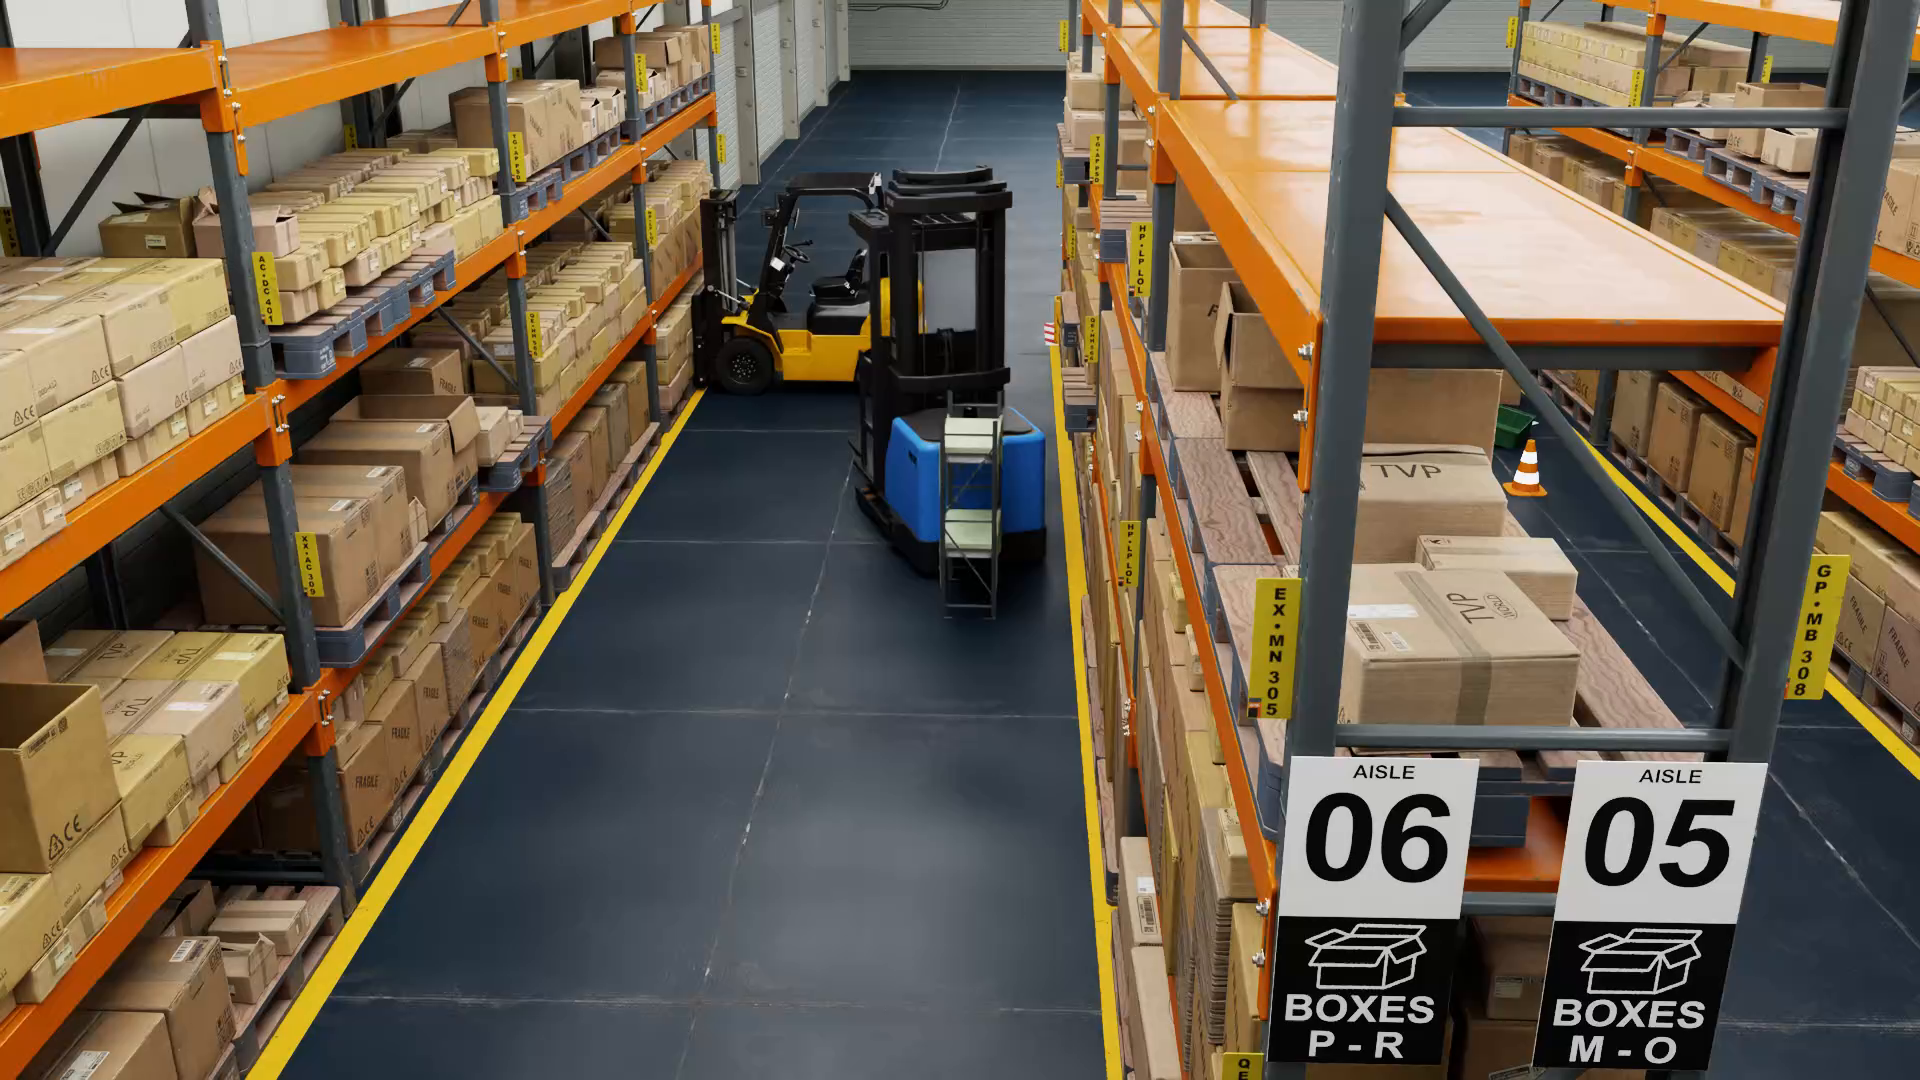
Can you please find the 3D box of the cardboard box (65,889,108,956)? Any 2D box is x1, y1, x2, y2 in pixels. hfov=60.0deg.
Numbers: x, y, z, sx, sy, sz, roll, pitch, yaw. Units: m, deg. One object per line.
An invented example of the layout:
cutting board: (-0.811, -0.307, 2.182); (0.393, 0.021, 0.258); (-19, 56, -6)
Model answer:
cardboard box: (-3.390, 1.405, 6.109); (0.380, 0.149, 0.250); (1, 21, 3)

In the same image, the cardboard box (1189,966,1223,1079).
cardboard box: (0.991, 1.612, 5.089); (0.500, 0.500, 0.500); (0, 21, 0)

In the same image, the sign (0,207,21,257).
sign: (-4.184, -1.310, 7.353); (0.100, 0.325, 0.005); (1, 21, 2)

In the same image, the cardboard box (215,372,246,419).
cardboard box: (-3.345, -0.630, 7.207); (0.380, 0.149, 0.250); (0, 21, 1)

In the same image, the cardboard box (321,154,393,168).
cardboard box: (-3.832, -2.360, 10.563); (0.380, 0.149, 0.250); (1, 21, 2)

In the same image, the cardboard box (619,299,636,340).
cardboard box: (-3.150, -1.938, 14.584); (0.500, 0.250, 0.500); (1, 21, 1)

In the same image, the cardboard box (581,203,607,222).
cardboard box: (-3.635, -3.167, 16.099); (0.380, 0.149, 0.250); (0, 21, 1)

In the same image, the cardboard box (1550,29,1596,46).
cardboard box: (6.288, -5.160, 17.062); (0.380, 0.149, 0.250); (0, 21, 1)

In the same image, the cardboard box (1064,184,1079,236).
cardboard box: (1.393, -3.597, 18.104); (0.500, 0.500, 0.500); (1, 21, 3)

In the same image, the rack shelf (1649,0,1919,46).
rack shelf: (6.465, -3.855, 12.573); (1.077, 0.370, 4.000); (1, 21, 2)

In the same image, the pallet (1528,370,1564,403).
pallet: (6.662, -1.720, 17.670); (1.003, 0.211, 1.213); (1, 21, 2)

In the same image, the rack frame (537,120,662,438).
rack frame: (-3.386, -2.375, 15.502); (1.000, 3.000, 0.127); (1, 21, 2)

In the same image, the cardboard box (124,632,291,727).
cardboard box: (-3.401, 0.636, 7.540); (0.500, 0.250, 0.500); (1, 21, 3)

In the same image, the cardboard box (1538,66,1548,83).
cardboard box: (6.295, -4.879, 17.438); (0.380, 0.149, 0.250); (1, 21, 2)

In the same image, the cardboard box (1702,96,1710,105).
cardboard box: (6.877, -3.955, 15.057); (0.380, 0.149, 0.250); (0, 21, 1)

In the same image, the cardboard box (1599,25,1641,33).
cardboard box: (6.960, -5.337, 17.516); (0.380, 0.149, 0.250); (1, 21, 3)

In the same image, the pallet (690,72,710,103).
pallet: (-3.312, -4.923, 18.045); (1.003, 0.211, 1.213); (1, 21, 2)

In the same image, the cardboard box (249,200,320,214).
cardboard box: (-3.646, -1.721, 8.888); (0.380, 0.149, 0.250); (1, 21, 2)

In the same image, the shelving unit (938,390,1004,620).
shelving unit: (0.085, -0.259, 12.122); (0.431, 1.500, 0.755); (1, 21, 4)

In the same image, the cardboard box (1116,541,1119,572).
cardboard box: (1.145, 0.110, 9.307); (0.500, 0.250, 0.500); (0, 21, 0)

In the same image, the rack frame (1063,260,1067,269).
rack frame: (1.697, -3.768, 19.093); (1.000, 3.000, 0.127); (1, 21, 2)

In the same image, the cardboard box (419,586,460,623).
cardboard box: (-3.338, 0.399, 10.332); (0.380, 0.149, 0.250); (0, 21, -1)

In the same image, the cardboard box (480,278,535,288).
cardboard box: (-3.704, -2.048, 13.626); (0.380, 0.149, 0.250); (1, 21, 2)

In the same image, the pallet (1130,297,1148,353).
pallet: (1.311, -1.070, 8.258); (0.805, 0.209, 1.217); (0, 21, -1)

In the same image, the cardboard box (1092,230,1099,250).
cardboard box: (1.278, -2.445, 13.657); (0.380, 0.149, 0.250); (2, 21, 5)

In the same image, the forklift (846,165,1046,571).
forklift: (-0.263, -1.629, 13.674); (1.130, 2.935, 3.031); (-7, 22, -17)

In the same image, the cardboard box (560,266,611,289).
cardboard box: (-3.170, -2.226, 14.084); (0.380, 0.149, 0.250); (0, 21, 0)

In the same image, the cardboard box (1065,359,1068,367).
cardboard box: (1.331, -1.645, 16.842); (0.500, 0.250, 0.500); (0, 21, 0)

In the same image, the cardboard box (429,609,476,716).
cardboard box: (-3.342, 0.754, 10.313); (0.500, 0.500, 0.500); (0, 21, 0)

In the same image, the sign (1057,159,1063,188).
sign: (1.155, -4.177, 18.951); (0.100, 0.325, 0.005); (1, 21, 2)

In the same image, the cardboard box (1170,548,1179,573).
cardboard box: (1.037, 0.142, 6.599); (0.380, 0.149, 0.250); (0, 21, 1)

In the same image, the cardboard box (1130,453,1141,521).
cardboard box: (1.095, -0.106, 8.135); (0.500, 0.500, 0.500); (1, 21, 3)

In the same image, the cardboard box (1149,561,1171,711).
cardboard box: (1.054, 0.410, 6.804); (0.500, 0.500, 0.500); (0, 21, 1)

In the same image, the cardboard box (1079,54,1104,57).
cardboard box: (1.427, -4.933, 17.194); (0.380, 0.149, 0.250); (1, 21, 1)

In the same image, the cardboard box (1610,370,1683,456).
cardboard box: (6.597, -1.225, 15.069); (1.050, 0.750, 0.750); (1, 21, 1)

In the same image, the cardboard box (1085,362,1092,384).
cardboard box: (1.127, -1.264, 12.407); (0.380, 0.149, 0.250); (0, 21, 1)

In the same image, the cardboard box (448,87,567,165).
cardboard box: (-3.327, -3.059, 12.261); (0.700, 0.500, 0.500); (0, 21, 1)

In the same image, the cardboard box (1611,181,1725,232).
cardboard box: (6.572, -3.010, 15.439); (0.875, 0.550, 0.550); (1, 21, 2)

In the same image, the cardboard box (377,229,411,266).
cardboard box: (-3.177, -1.571, 8.912); (0.380, 0.149, 0.250); (1, 21, 3)

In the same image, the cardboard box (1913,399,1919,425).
cardboard box: (6.171, -0.767, 10.303); (0.380, 0.149, 0.250); (0, 21, -1)

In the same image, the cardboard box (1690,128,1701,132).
cardboard box: (6.247, -3.455, 13.768); (0.250, 0.149, 0.380); (1, 21, 2)

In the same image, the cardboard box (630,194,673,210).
cardboard box: (-3.072, -3.348, 16.566); (0.380, 0.149, 0.250); (0, 21, 1)

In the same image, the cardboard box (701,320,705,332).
cardboard box: (-3.006, -2.240, 17.684); (0.500, 0.250, 0.500); (1, 21, 1)

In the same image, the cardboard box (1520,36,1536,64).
cardboard box: (6.377, -5.288, 17.941); (0.500, 0.250, 0.500); (1, 21, 2)

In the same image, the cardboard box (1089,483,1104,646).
cardboard box: (1.350, 0.168, 11.305); (0.875, 0.875, 0.875); (0, 21, 1)

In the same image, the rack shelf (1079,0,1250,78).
rack shelf: (1.515, -3.873, 12.619); (1.077, 0.370, 4.000); (1, 21, 2)

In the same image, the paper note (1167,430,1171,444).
paper note: (0.693, -0.345, 5.538); (0.006, 0.032, 0.123); (1, 21, 2)

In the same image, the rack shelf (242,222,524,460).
rack shelf: (-3.569, -1.268, 9.499); (1.077, 0.370, 4.000); (1, 21, 2)

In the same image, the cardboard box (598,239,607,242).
cardboard box: (-3.643, -2.587, 15.911); (0.500, 0.500, 0.500); (1, 21, 1)

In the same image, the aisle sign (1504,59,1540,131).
aisle sign: (6.350, -4.991, 18.651); (0.394, 0.787, 0.004); (1, 21, 2)

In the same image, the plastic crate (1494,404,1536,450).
plastic crate: (5.222, -1.097, 16.016); (0.450, 0.188, 0.662); (23, 29, 25)

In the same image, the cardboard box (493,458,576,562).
cardboard box: (-3.475, -0.242, 12.709); (0.875, 0.625, 0.625); (1, 21, 3)

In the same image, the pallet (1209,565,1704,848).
pallet: (1.223, 0.392, 4.348); (1.003, 0.211, 1.213); (1, 21, 2)

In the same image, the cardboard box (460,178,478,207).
cardboard box: (-3.305, -2.218, 10.609); (0.380, 0.149, 0.250); (0, 21, 0)

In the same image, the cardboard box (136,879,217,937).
cardboard box: (-3.886, 1.812, 7.849); (0.500, 0.311, 0.500); (1, 21, 4)
